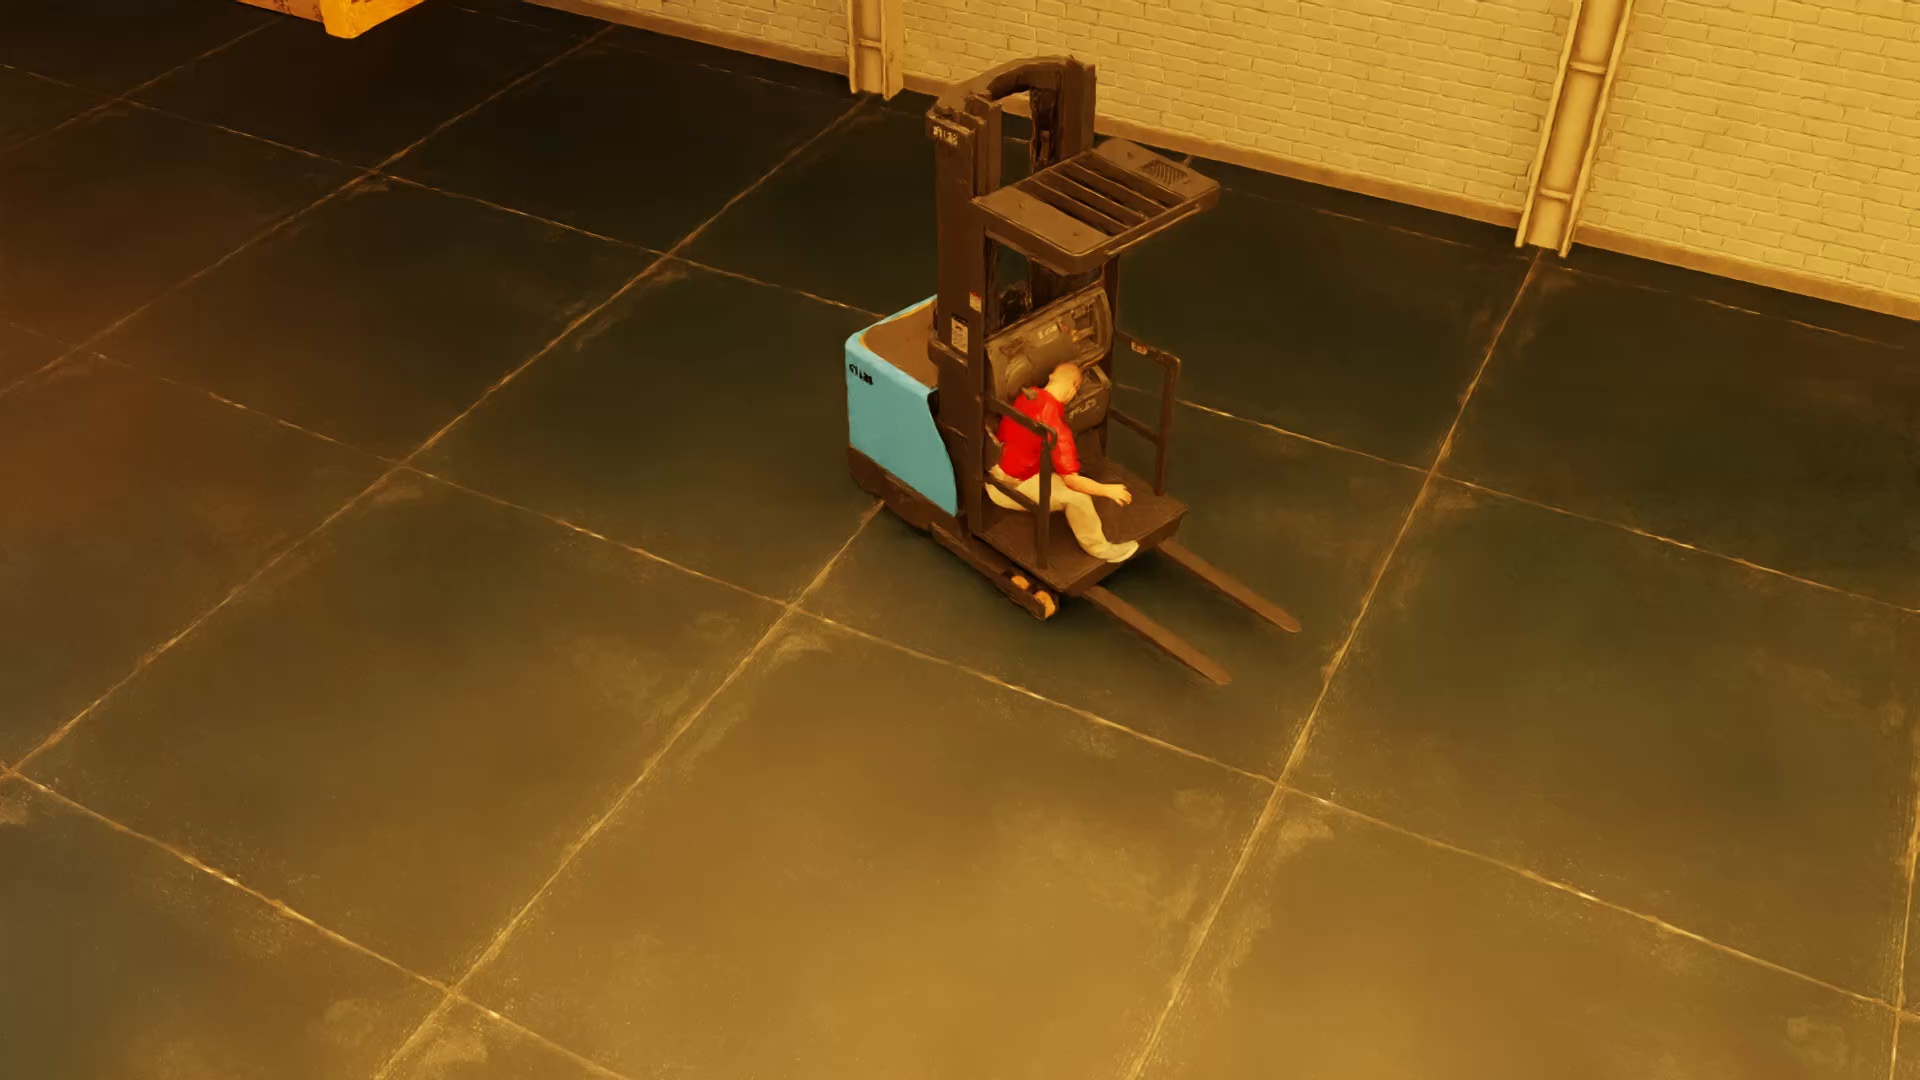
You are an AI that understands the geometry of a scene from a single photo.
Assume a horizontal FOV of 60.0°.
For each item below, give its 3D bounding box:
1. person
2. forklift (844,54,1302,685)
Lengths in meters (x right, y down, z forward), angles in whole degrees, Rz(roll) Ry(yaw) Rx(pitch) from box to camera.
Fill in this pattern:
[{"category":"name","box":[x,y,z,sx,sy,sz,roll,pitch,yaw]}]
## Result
[{"category":"person","box":[0.456,-0.463,9.709,0.808,1.391,1.338,-13,42,-15]},{"category":"forklift","box":[0.651,-1.031,9.211,1.130,2.935,3.031,-31,49,-31]}]
